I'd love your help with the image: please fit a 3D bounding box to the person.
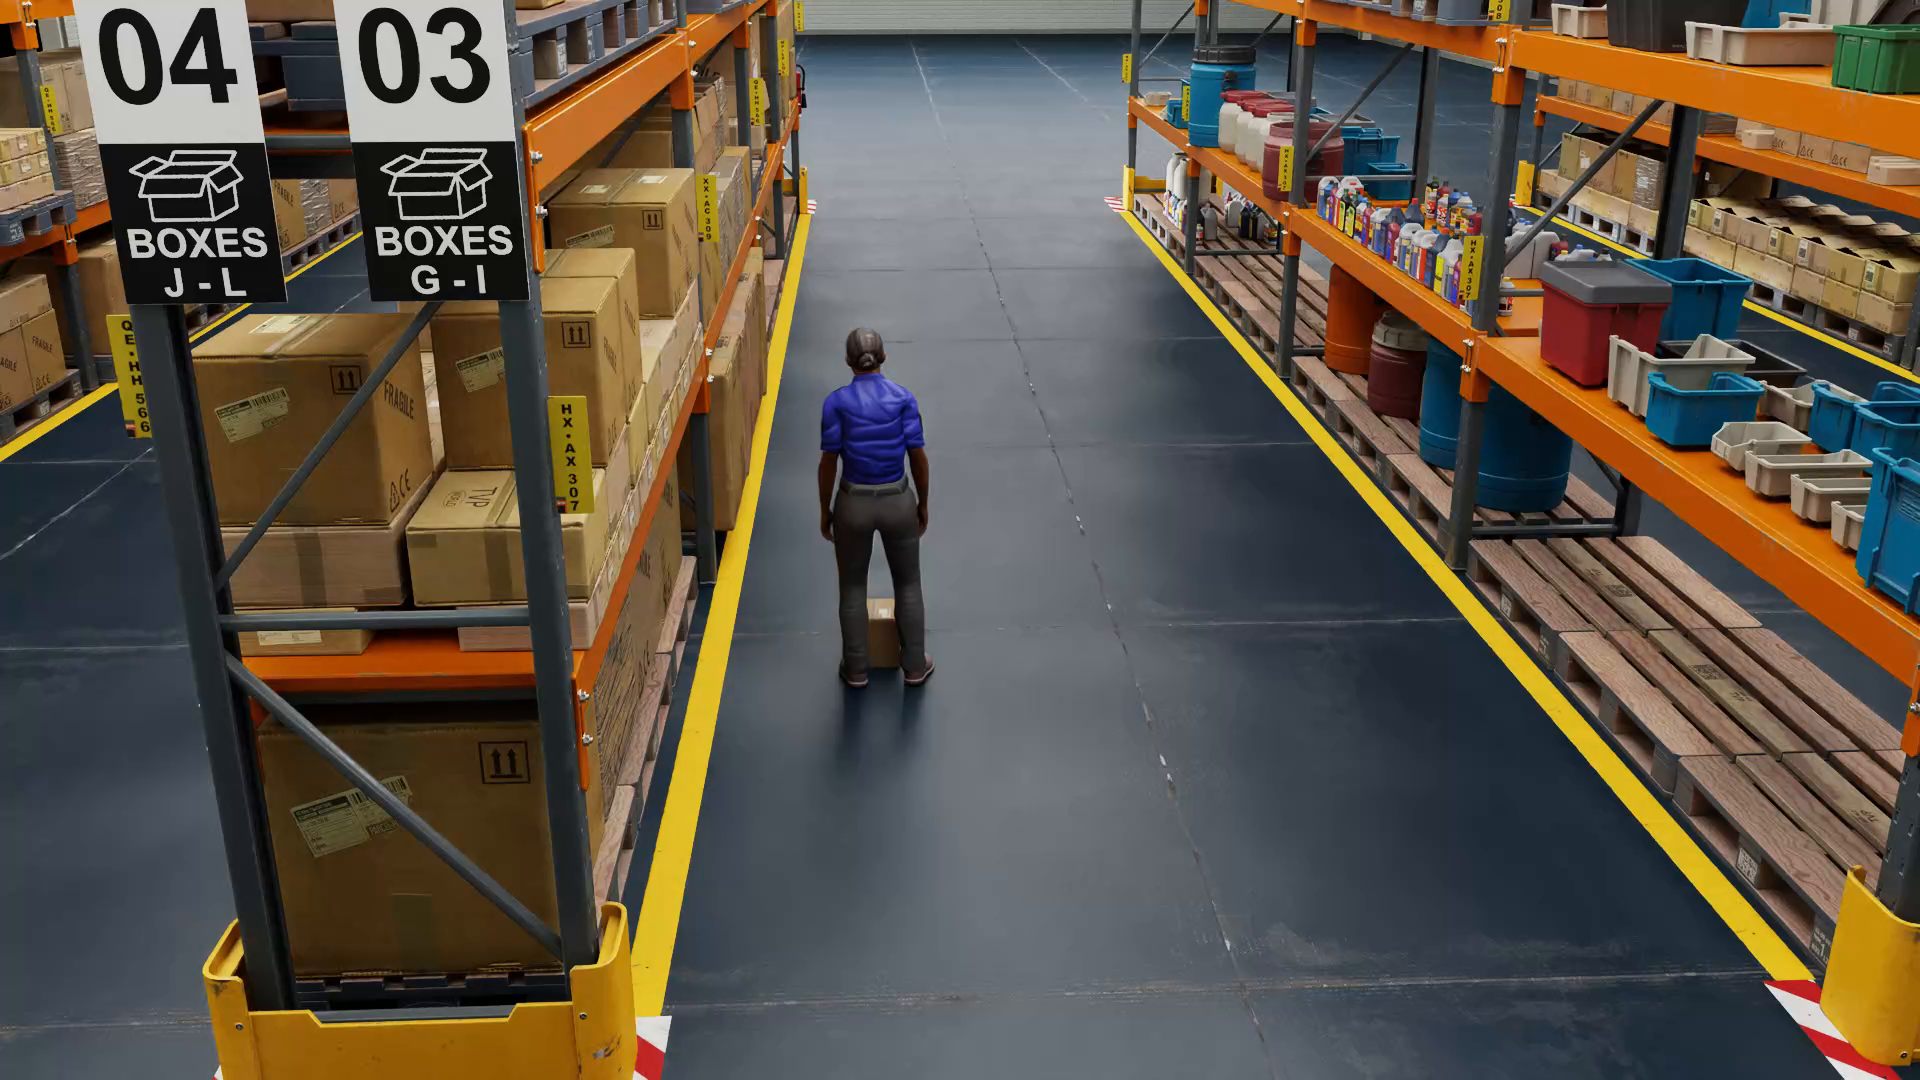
[{"bbox_3d":[-0.371,-0.132,7.440,0.523,1.653,0.348,-2,21,-6],"label":"person"}]
